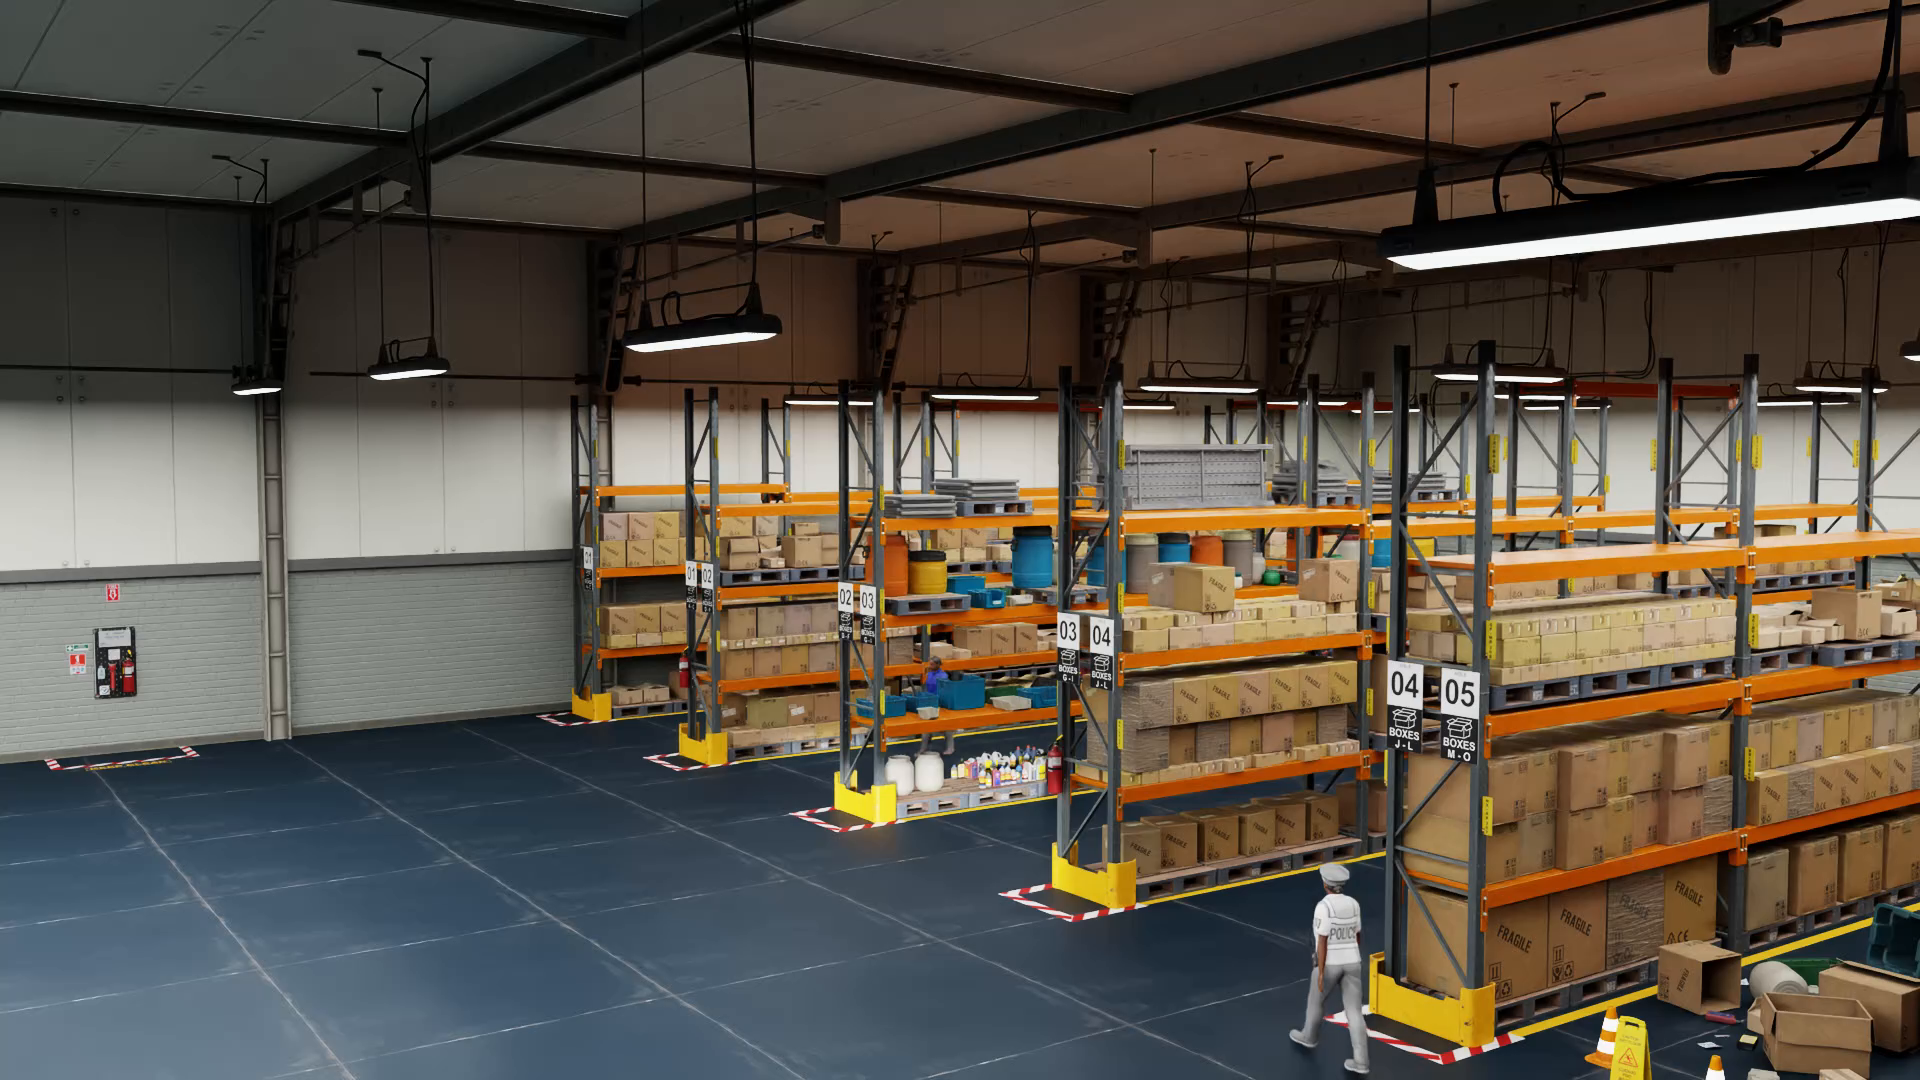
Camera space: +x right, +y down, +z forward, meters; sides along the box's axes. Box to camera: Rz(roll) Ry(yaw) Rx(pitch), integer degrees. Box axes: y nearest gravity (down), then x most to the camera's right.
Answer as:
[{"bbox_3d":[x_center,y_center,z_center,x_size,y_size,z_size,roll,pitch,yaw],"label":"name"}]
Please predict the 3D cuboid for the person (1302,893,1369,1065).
[{"bbox_3d":[3.137,3.587,13.741,0.455,1.335,0.845,-1,4,-15],"label":"person"}]

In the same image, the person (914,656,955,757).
[{"bbox_3d":[-0.397,2.702,27.128,0.759,1.640,0.498,-3,5,-44],"label":"person"}]
